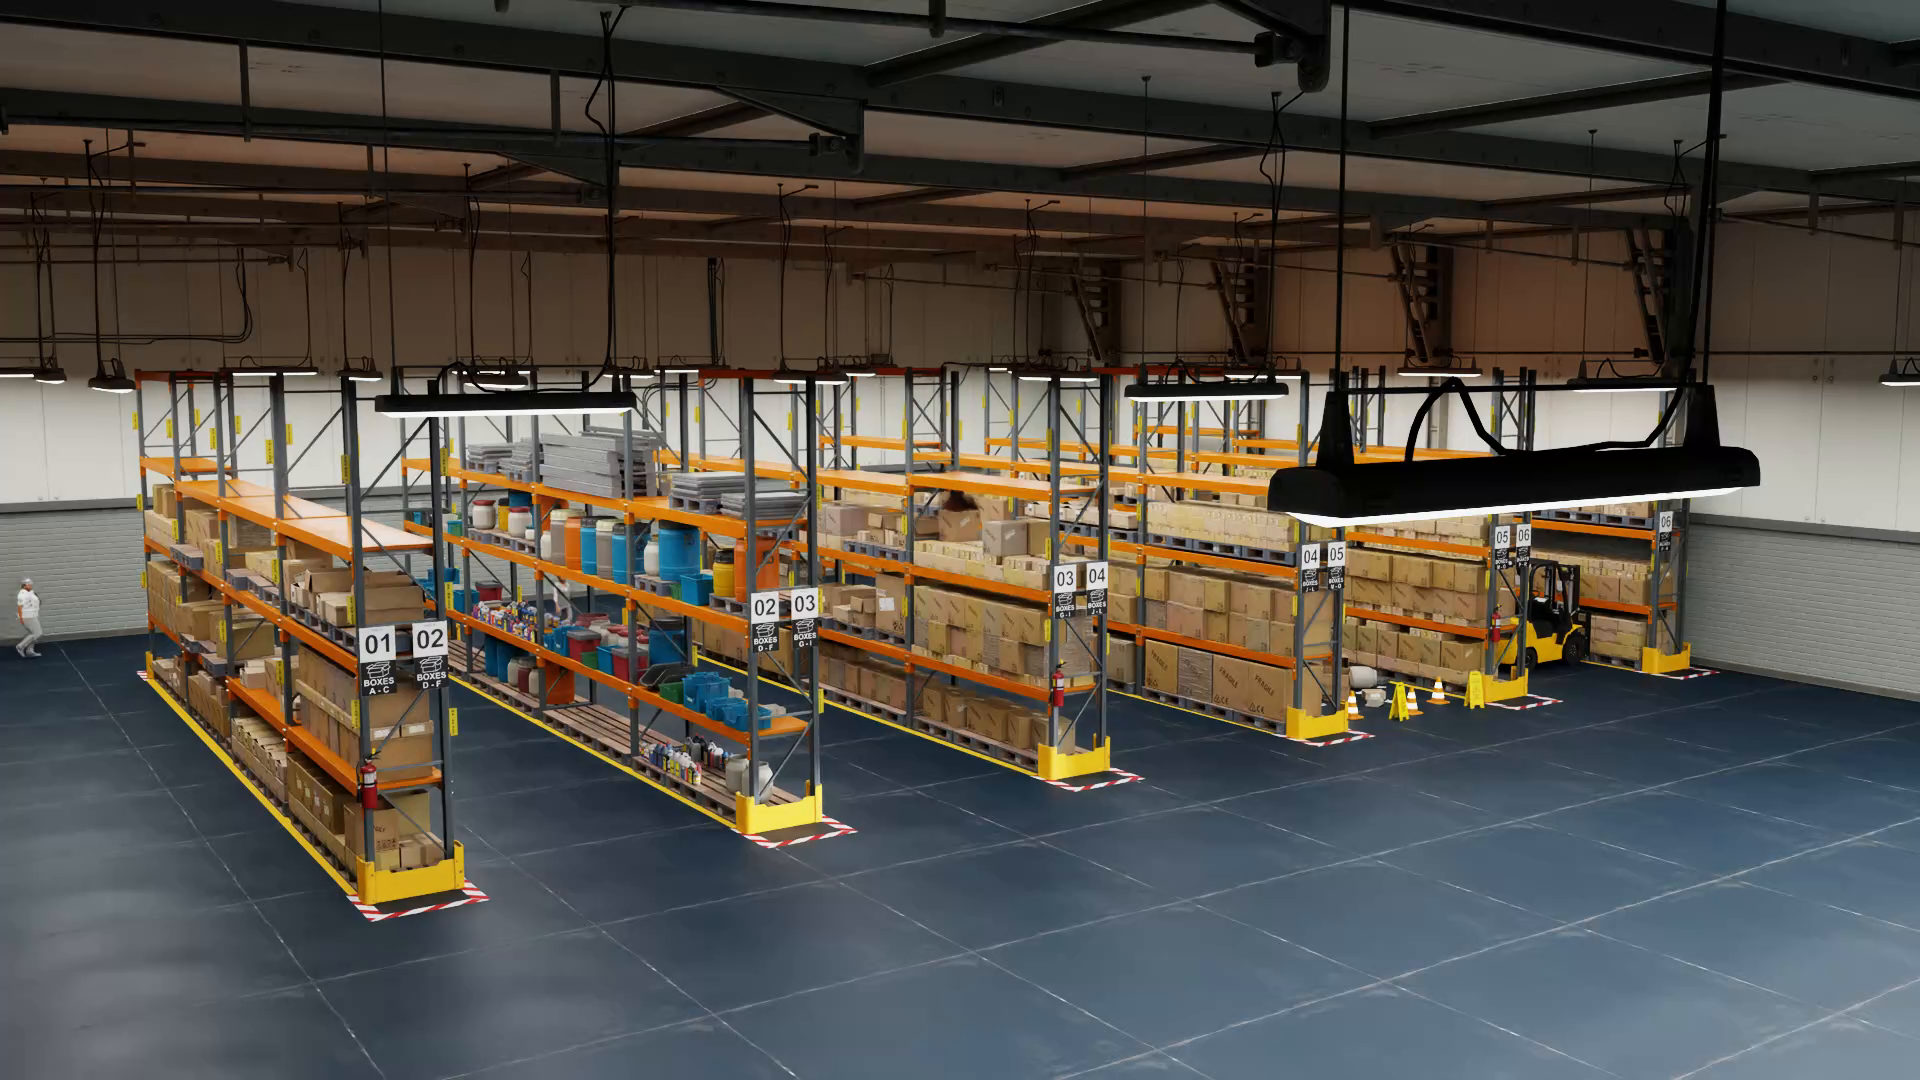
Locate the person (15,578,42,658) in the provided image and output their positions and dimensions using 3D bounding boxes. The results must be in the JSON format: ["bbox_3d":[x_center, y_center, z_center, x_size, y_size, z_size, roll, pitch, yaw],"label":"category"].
[{"bbox_3d":[-19.275,1.609,34.404,0.499,1.652,0.493,-3,7,-27],"label":"person"}]

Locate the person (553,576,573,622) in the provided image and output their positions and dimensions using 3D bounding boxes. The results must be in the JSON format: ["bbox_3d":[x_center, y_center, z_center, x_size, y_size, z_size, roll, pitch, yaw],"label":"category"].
[{"bbox_3d":[-8.678,1.468,36.298,0.440,1.520,0.829,-4,8,-32],"label":"person"}]
